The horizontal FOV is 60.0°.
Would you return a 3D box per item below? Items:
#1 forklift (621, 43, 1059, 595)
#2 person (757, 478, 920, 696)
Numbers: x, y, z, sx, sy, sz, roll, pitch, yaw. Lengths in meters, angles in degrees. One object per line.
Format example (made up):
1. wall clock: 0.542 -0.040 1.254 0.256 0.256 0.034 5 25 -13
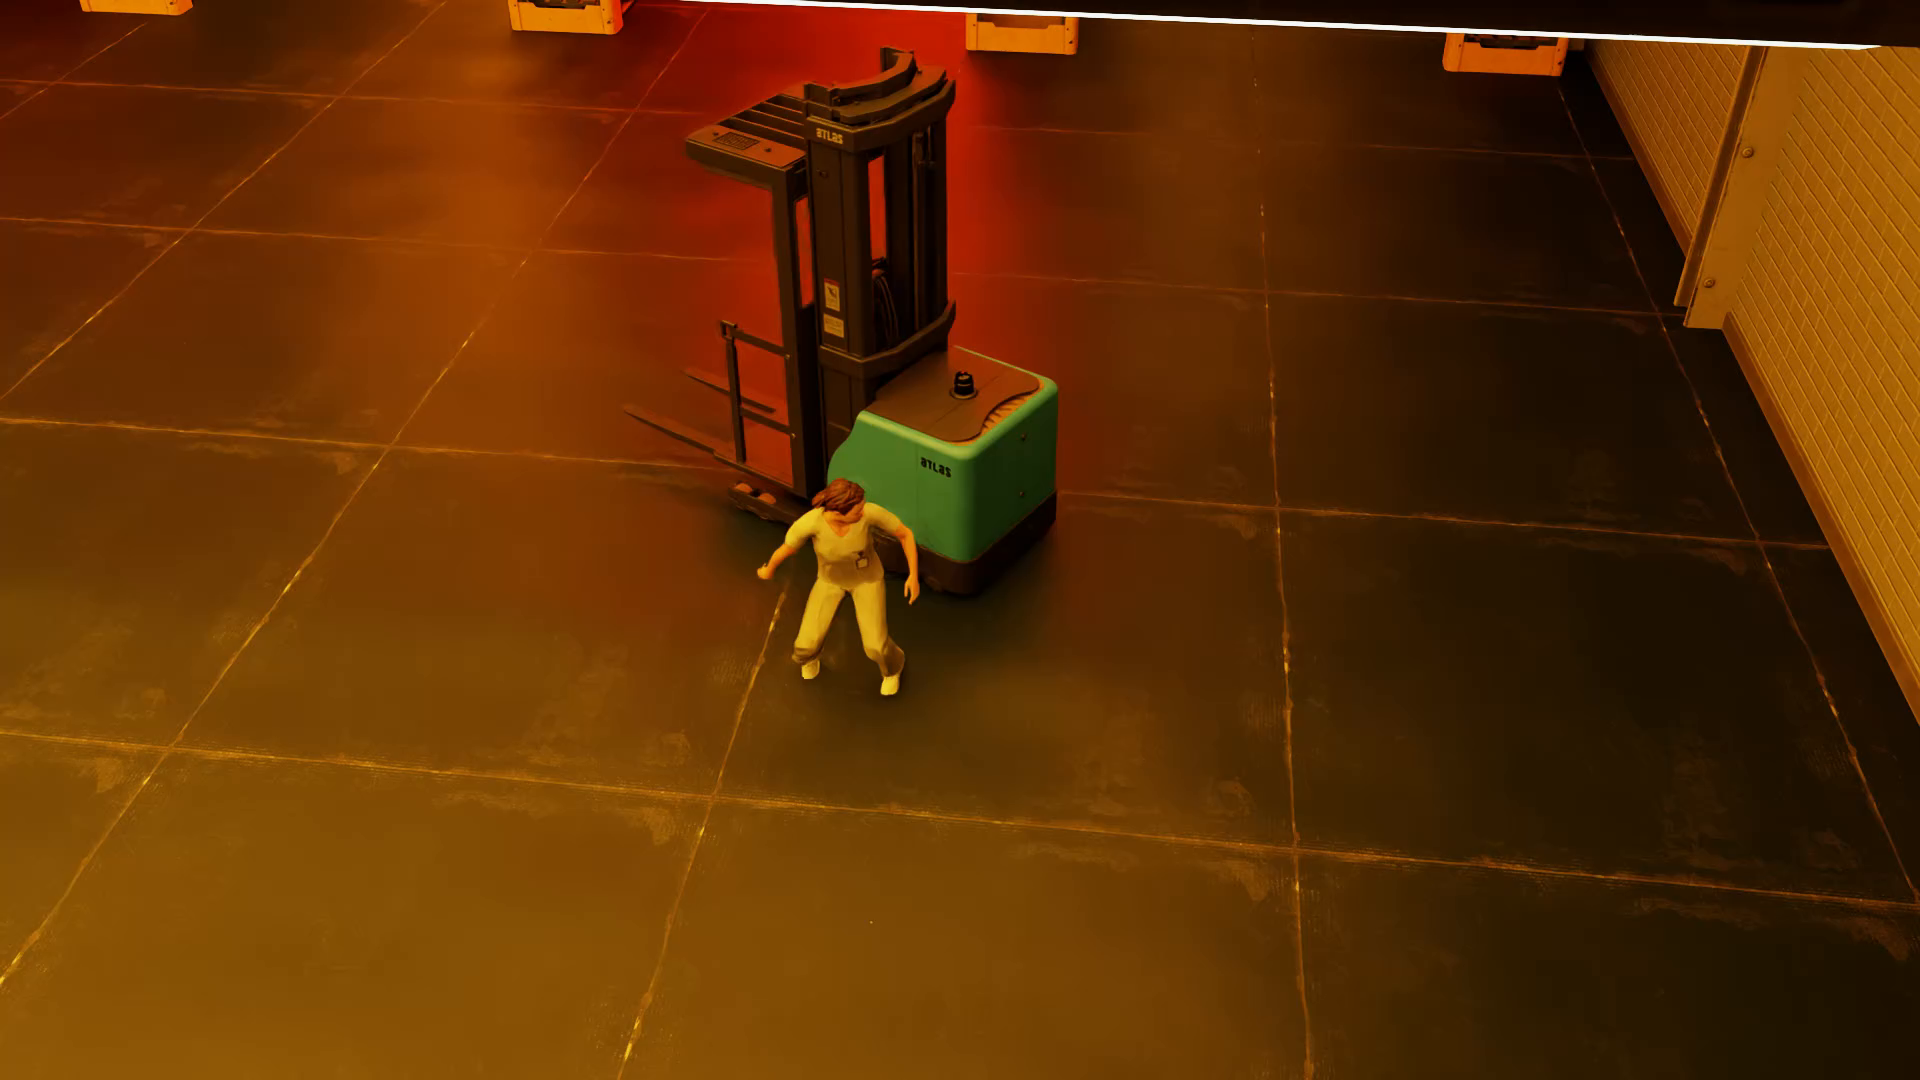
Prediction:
1. forklift: -0.887 -1.544 10.124 3.031 2.935 1.130 23 42 28
2. person: -0.657 0.254 8.939 0.885 1.549 0.460 -1 36 -1
